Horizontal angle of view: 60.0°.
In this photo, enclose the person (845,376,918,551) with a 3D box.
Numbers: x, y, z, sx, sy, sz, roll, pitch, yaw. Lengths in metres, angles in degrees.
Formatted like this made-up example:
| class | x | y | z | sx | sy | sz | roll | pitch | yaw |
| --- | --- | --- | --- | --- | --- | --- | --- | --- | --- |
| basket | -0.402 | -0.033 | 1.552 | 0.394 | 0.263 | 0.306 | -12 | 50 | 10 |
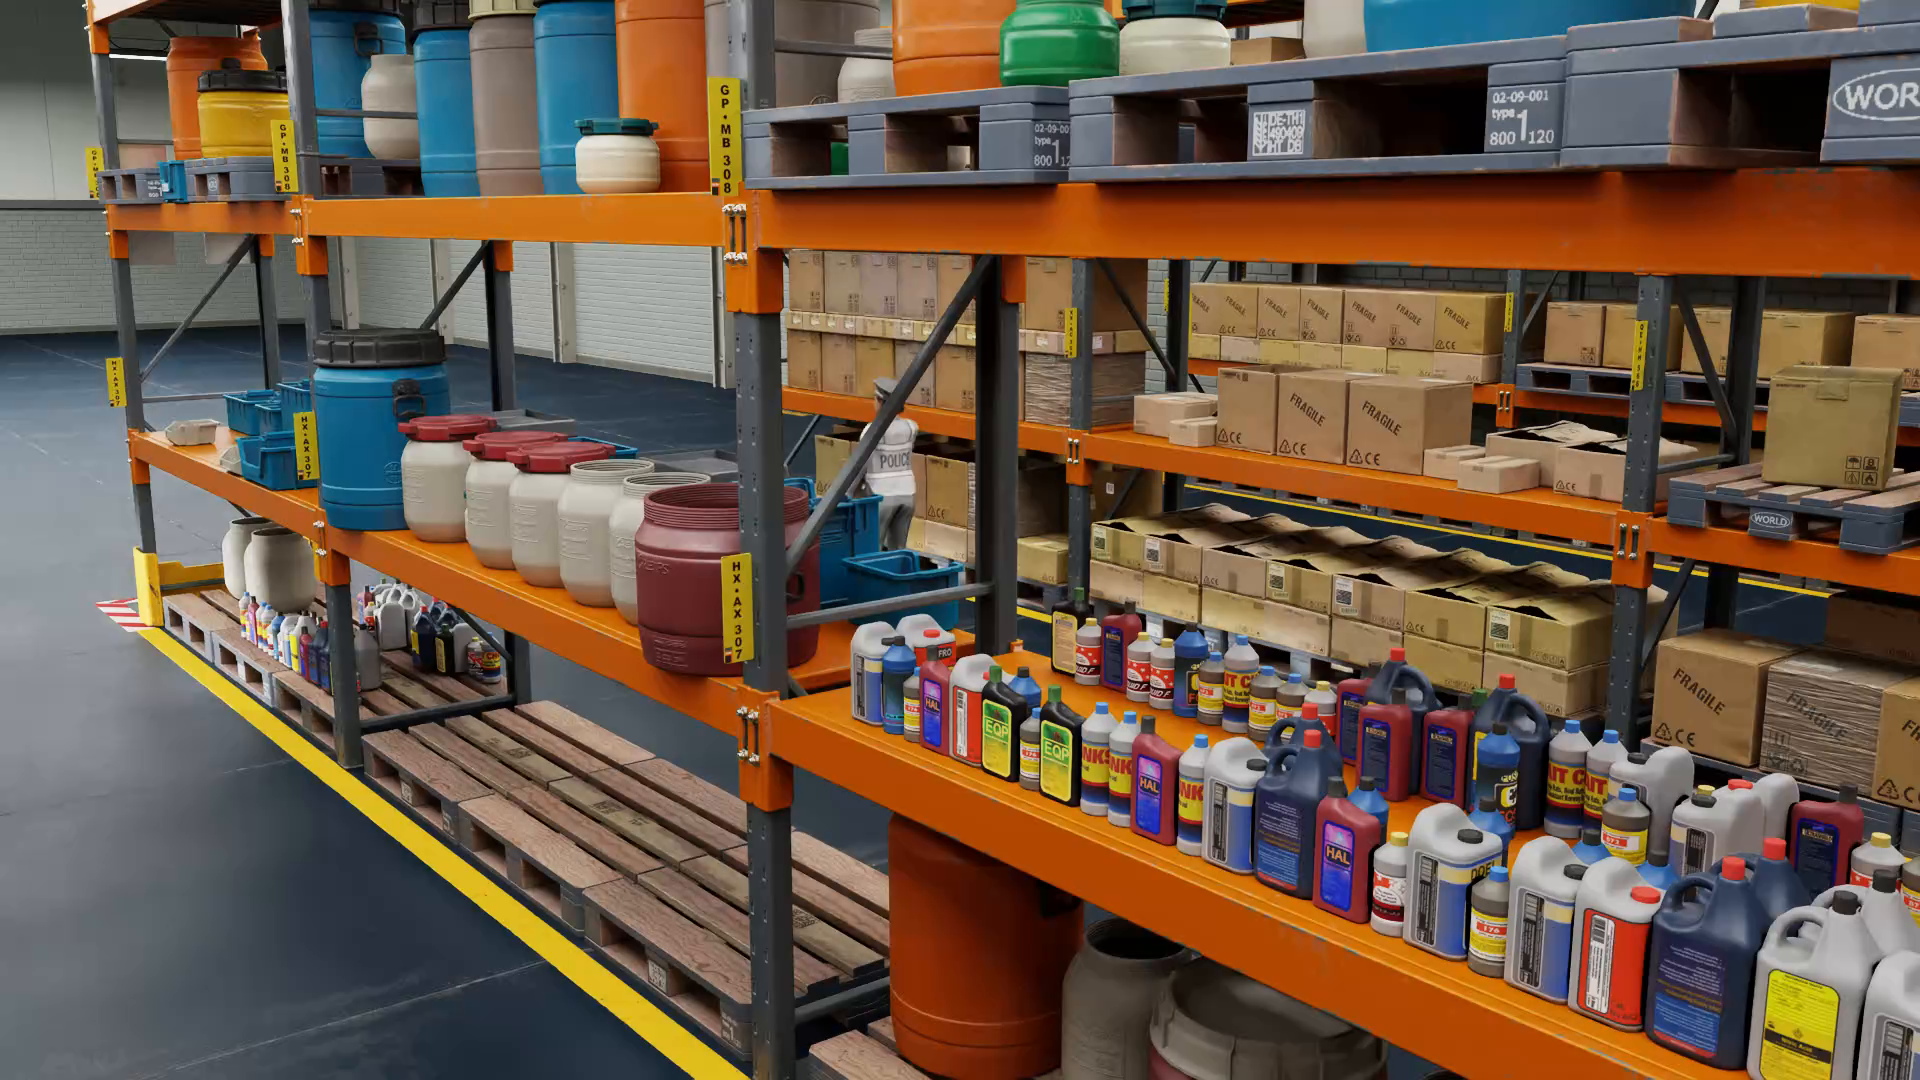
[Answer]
| class | x | y | z | sx | sy | sz | roll | pitch | yaw |
| --- | --- | --- | --- | --- | --- | --- | --- | --- | --- |
| person | -0.535 | -0.270 | 11.264 | 0.446 | 1.691 | 0.530 | -9 | 14 | -38 |
